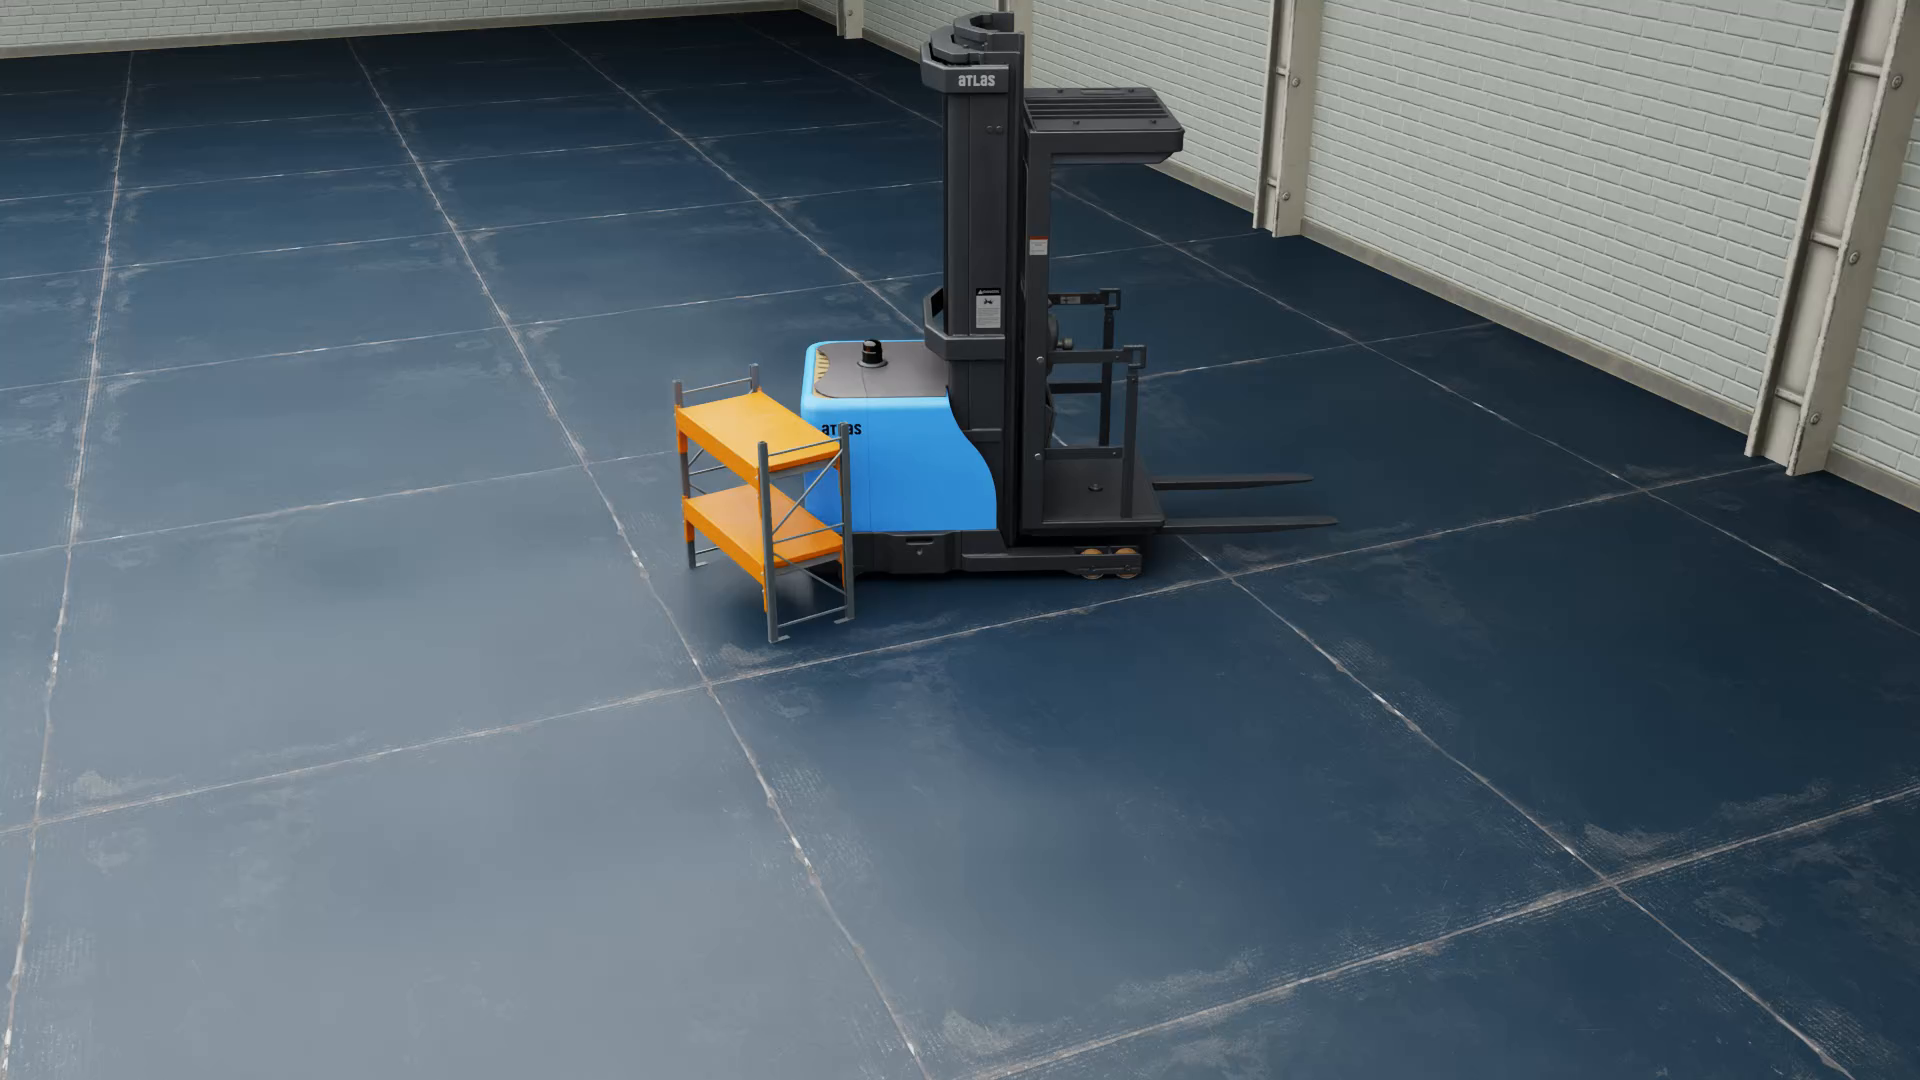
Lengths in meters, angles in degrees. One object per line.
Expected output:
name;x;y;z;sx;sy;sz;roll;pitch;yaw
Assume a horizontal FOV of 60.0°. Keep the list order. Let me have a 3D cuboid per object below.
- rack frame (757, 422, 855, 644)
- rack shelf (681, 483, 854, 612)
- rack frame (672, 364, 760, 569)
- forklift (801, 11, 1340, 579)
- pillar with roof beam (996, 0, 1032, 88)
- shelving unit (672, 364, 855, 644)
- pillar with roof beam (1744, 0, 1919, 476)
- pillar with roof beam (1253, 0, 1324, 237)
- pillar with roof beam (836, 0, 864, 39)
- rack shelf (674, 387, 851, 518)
rack frame;-0.780;-0.030;8.529;0.500;1.125;0.032;-16;30;-29
rack shelf;-1.055;0.002;9.020;0.538;0.278;1.000;-16;30;-29
rack frame;-1.330;-0.405;9.297;0.500;1.125;0.032;-16;30;-29
forklift;0.629;-1.330;9.133;3.031;2.935;1.130;-1;26;-2
pillar with roof beam;-3.302;-8.660;17.231;9.100;9.000;0.400;-11;28;-21
shelving unit;-1.055;-0.217;8.913;0.538;1.125;1.048;-16;30;-29
pillar with roof beam;1.398;-3.816;7.309;9.100;9.000;0.400;-11;28;-21
pillar with roof beam;-0.952;-6.238;12.270;9.100;9.000;0.400;-11;28;-21
pillar with roof beam;-5.651;-11.083;22.192;9.100;9.000;0.400;-11;28;-21
rack shelf;-1.055;-0.480;8.785;0.538;0.278;1.000;-16;30;-29
